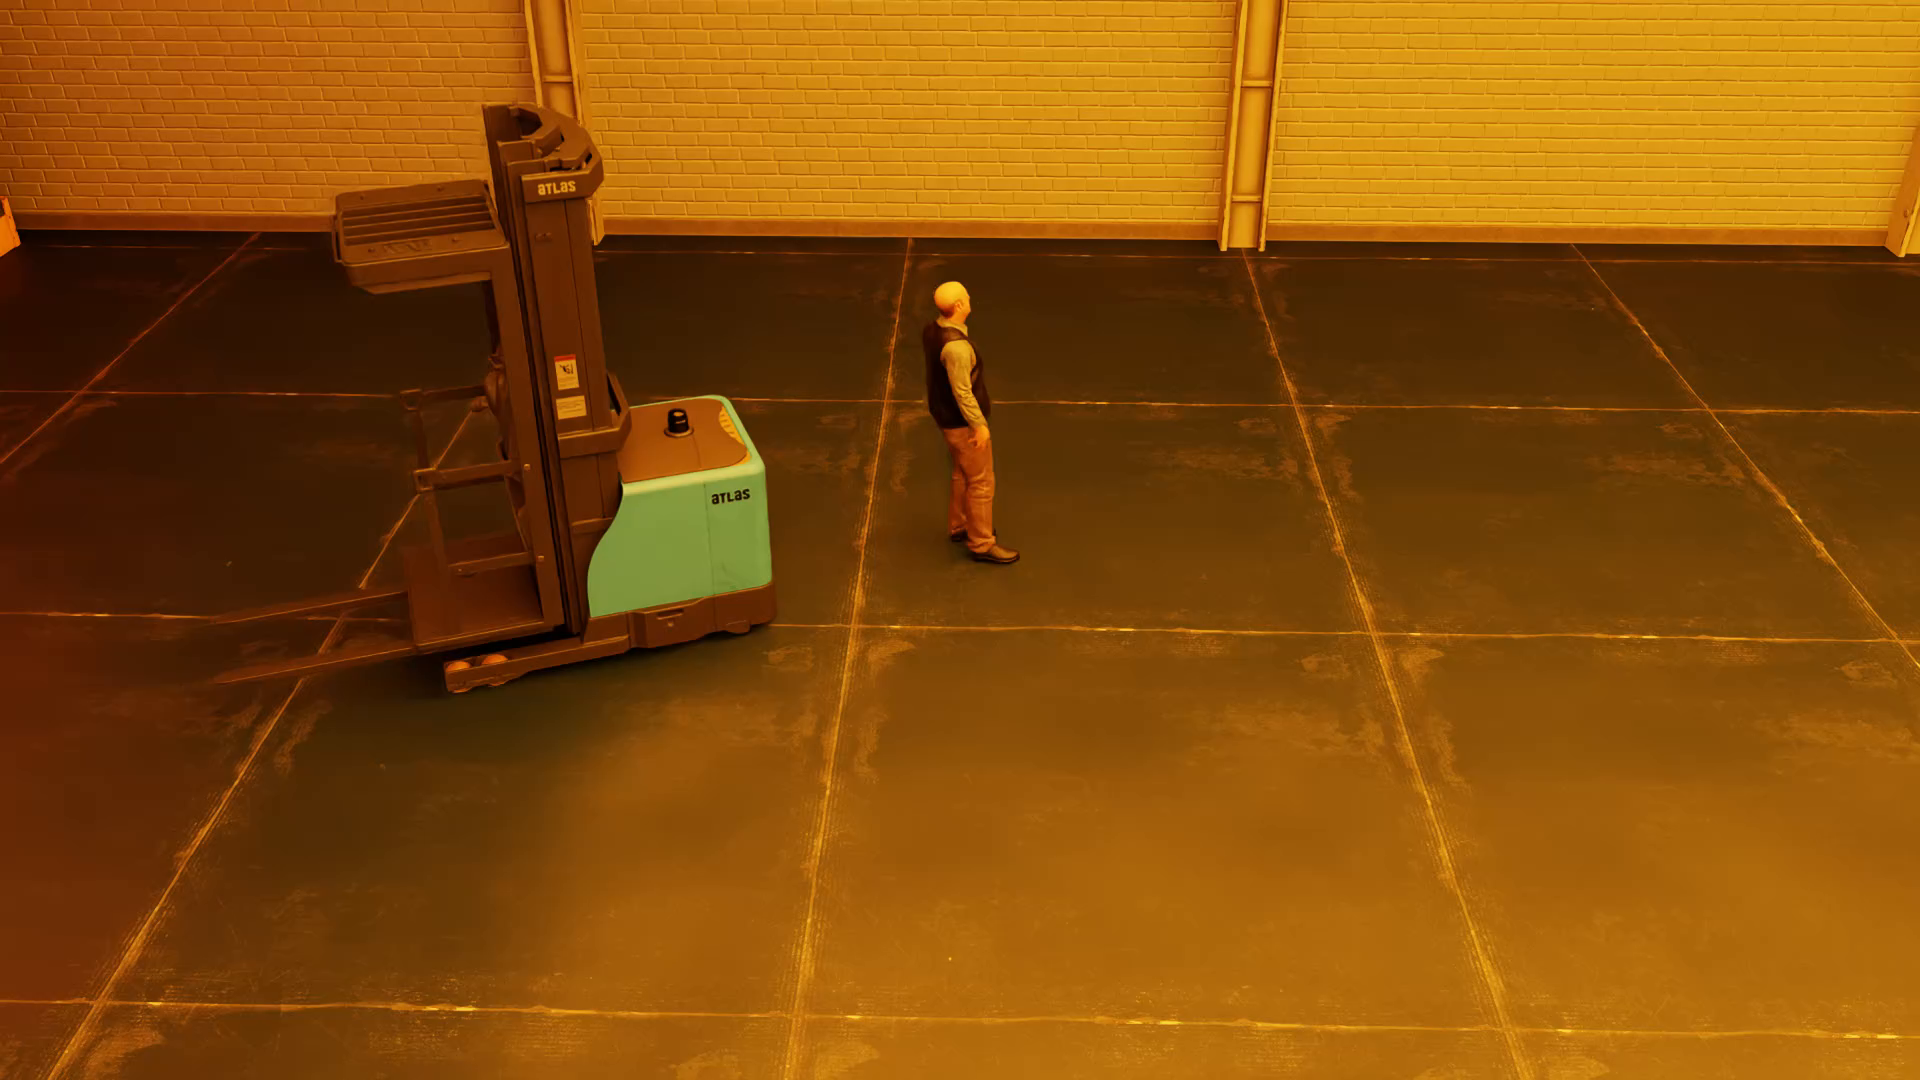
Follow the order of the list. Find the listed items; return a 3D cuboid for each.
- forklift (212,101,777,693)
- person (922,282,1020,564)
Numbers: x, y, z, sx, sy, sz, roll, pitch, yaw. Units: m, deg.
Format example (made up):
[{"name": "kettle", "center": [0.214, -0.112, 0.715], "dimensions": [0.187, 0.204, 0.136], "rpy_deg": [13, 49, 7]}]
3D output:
[{"name": "forklift", "center": [-2.633, -0.732, 8.856], "dimensions": [3.031, 2.935, 1.130], "rpy_deg": [-10, 32, -17]}, {"name": "person", "center": [0.044, -0.735, 10.057], "dimensions": [0.476, 1.719, 0.698], "rpy_deg": [-10, 32, -16]}]
